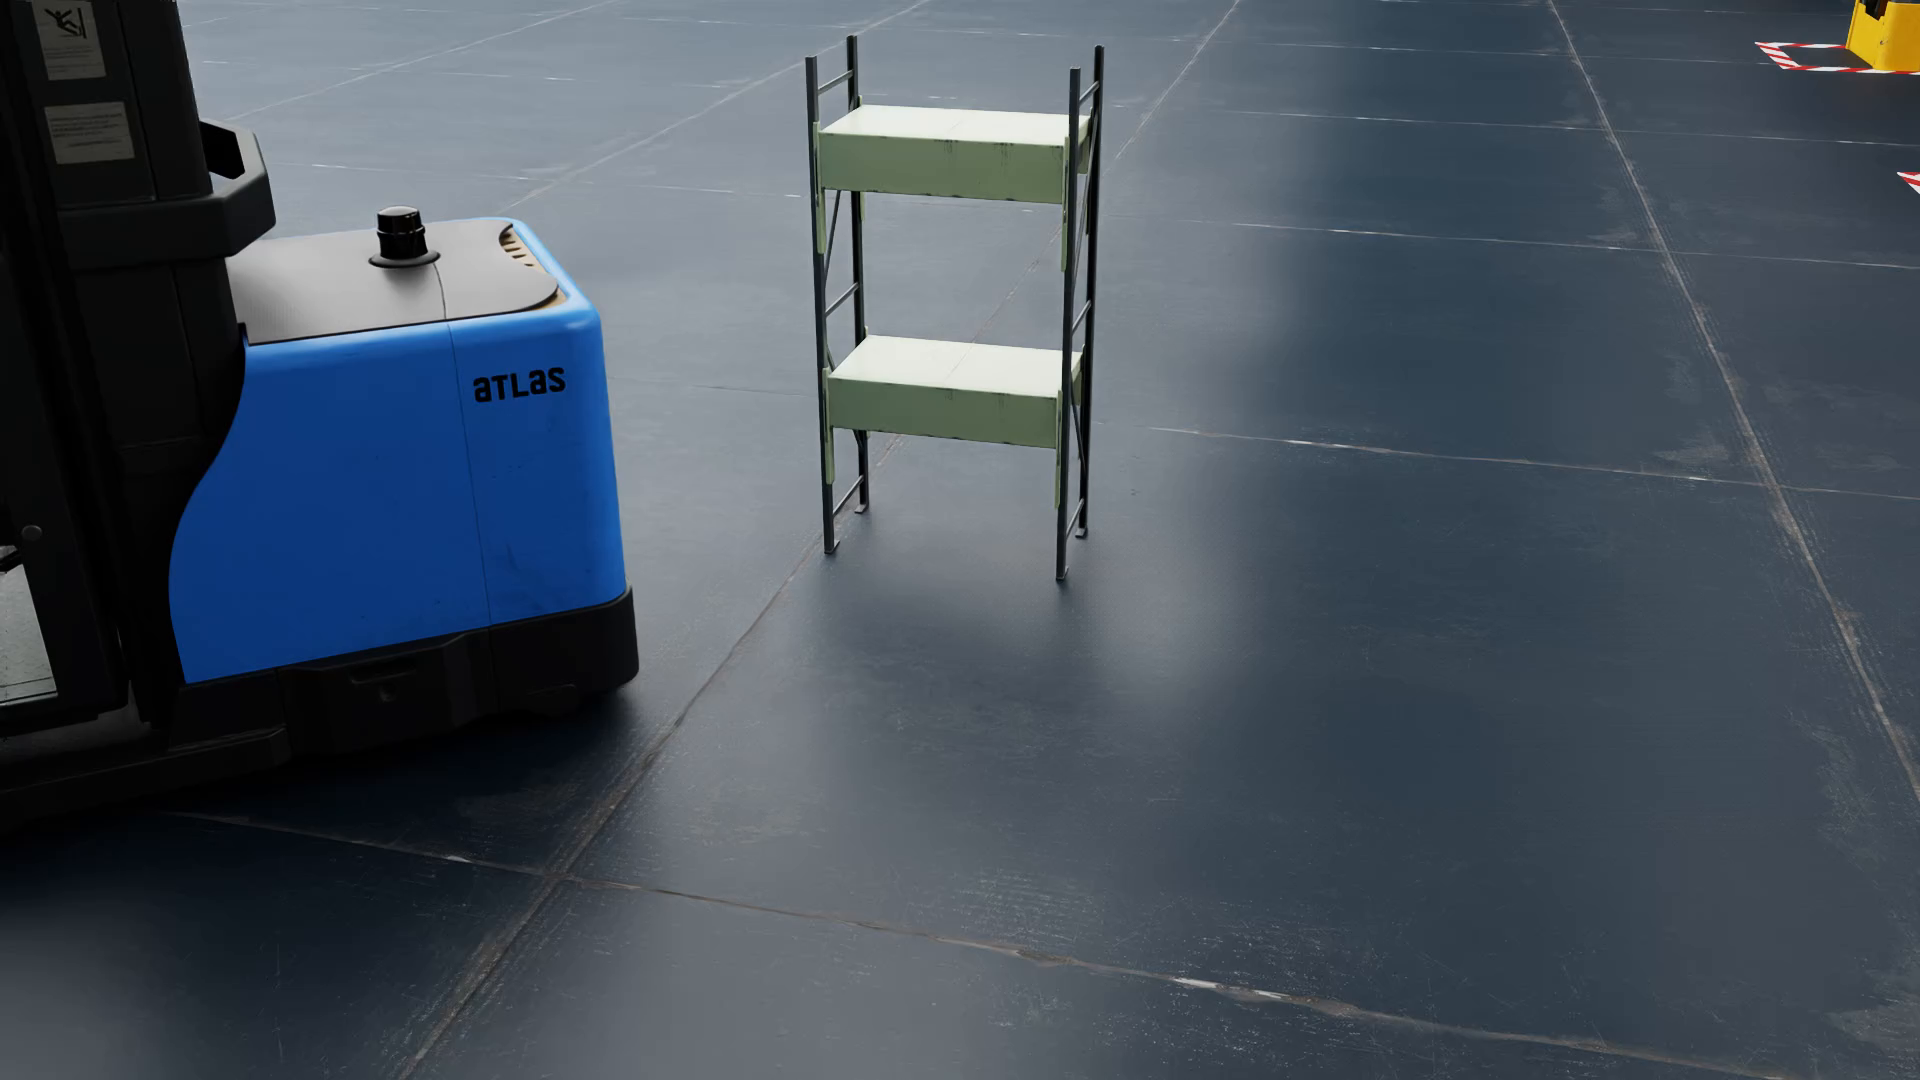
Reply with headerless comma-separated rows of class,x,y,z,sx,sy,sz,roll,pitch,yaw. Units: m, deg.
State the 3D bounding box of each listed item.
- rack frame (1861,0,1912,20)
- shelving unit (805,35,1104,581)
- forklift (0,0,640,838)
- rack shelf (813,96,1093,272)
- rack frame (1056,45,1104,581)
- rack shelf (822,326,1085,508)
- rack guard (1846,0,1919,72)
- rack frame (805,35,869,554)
rack frame,7.349,-5.230,12.745,0.127,3.000,1.000,6,26,13
shelving unit,-0.006,-0.678,4.929,0.755,1.500,0.431,6,26,13
forklift,-2.404,-0.830,3.584,3.031,2.935,1.130,-11,28,-22
rack shelf,-0.006,-1.030,4.761,0.720,0.370,0.431,6,26,13
rack frame,0.348,-0.639,4.847,0.023,1.500,0.400,6,26,13
rack shelf,-0.006,-0.384,5.069,0.720,0.370,0.431,6,26,13
rack guard,7.423,-4.093,13.265,0.348,0.500,1.175,6,26,13
rack frame,-0.361,-0.717,5.011,0.023,1.500,0.400,6,26,13
